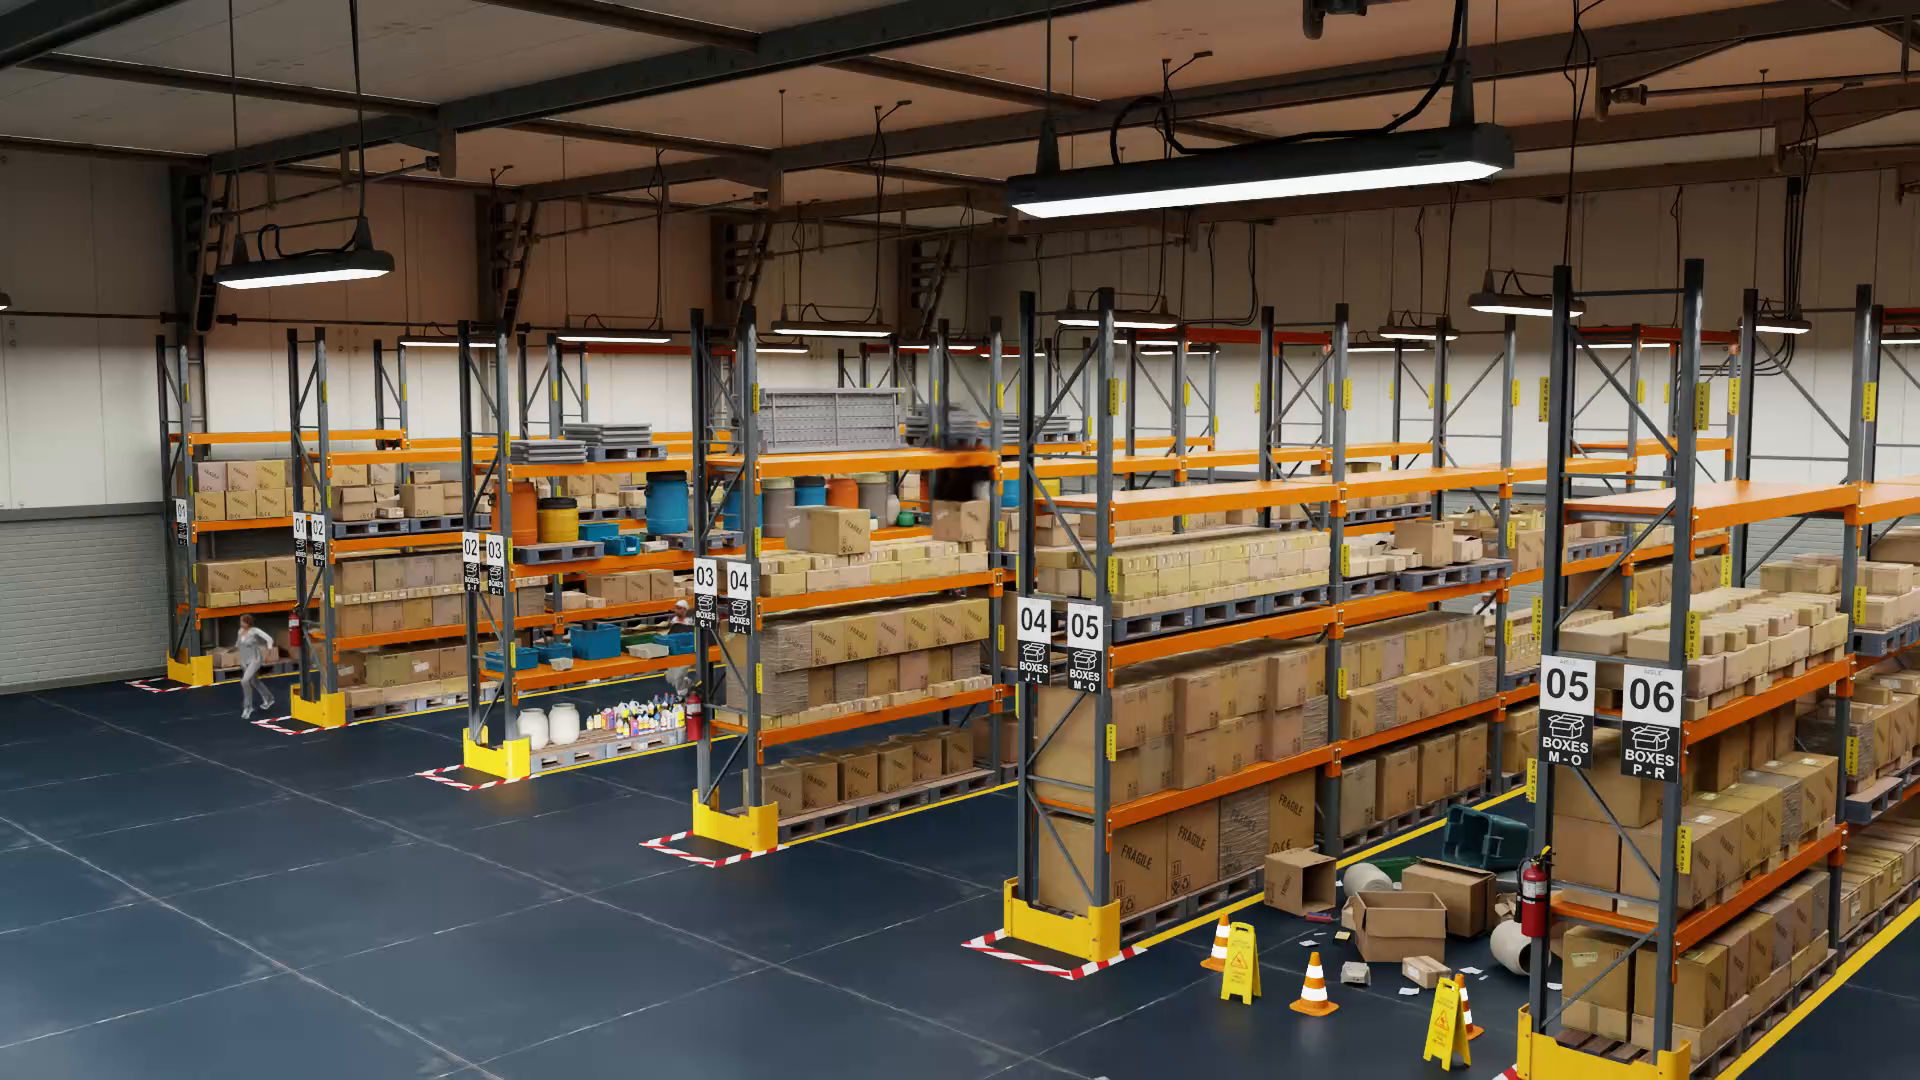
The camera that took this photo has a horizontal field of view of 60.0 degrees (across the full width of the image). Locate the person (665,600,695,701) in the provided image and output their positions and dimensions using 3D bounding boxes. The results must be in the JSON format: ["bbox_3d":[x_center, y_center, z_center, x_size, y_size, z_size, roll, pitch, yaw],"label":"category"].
[{"bbox_3d":[-4.409,1.820,26.471,0.645,1.743,0.605,4,6,33],"label":"person"}]

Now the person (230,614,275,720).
[{"bbox_3d":[-11.029,1.942,25.959,0.560,1.621,0.765,3,6,26],"label":"person"}]

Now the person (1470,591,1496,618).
[{"bbox_3d":[9.066,1.652,28.667,0.606,1.646,0.655,2,6,21],"label":"person"}]
